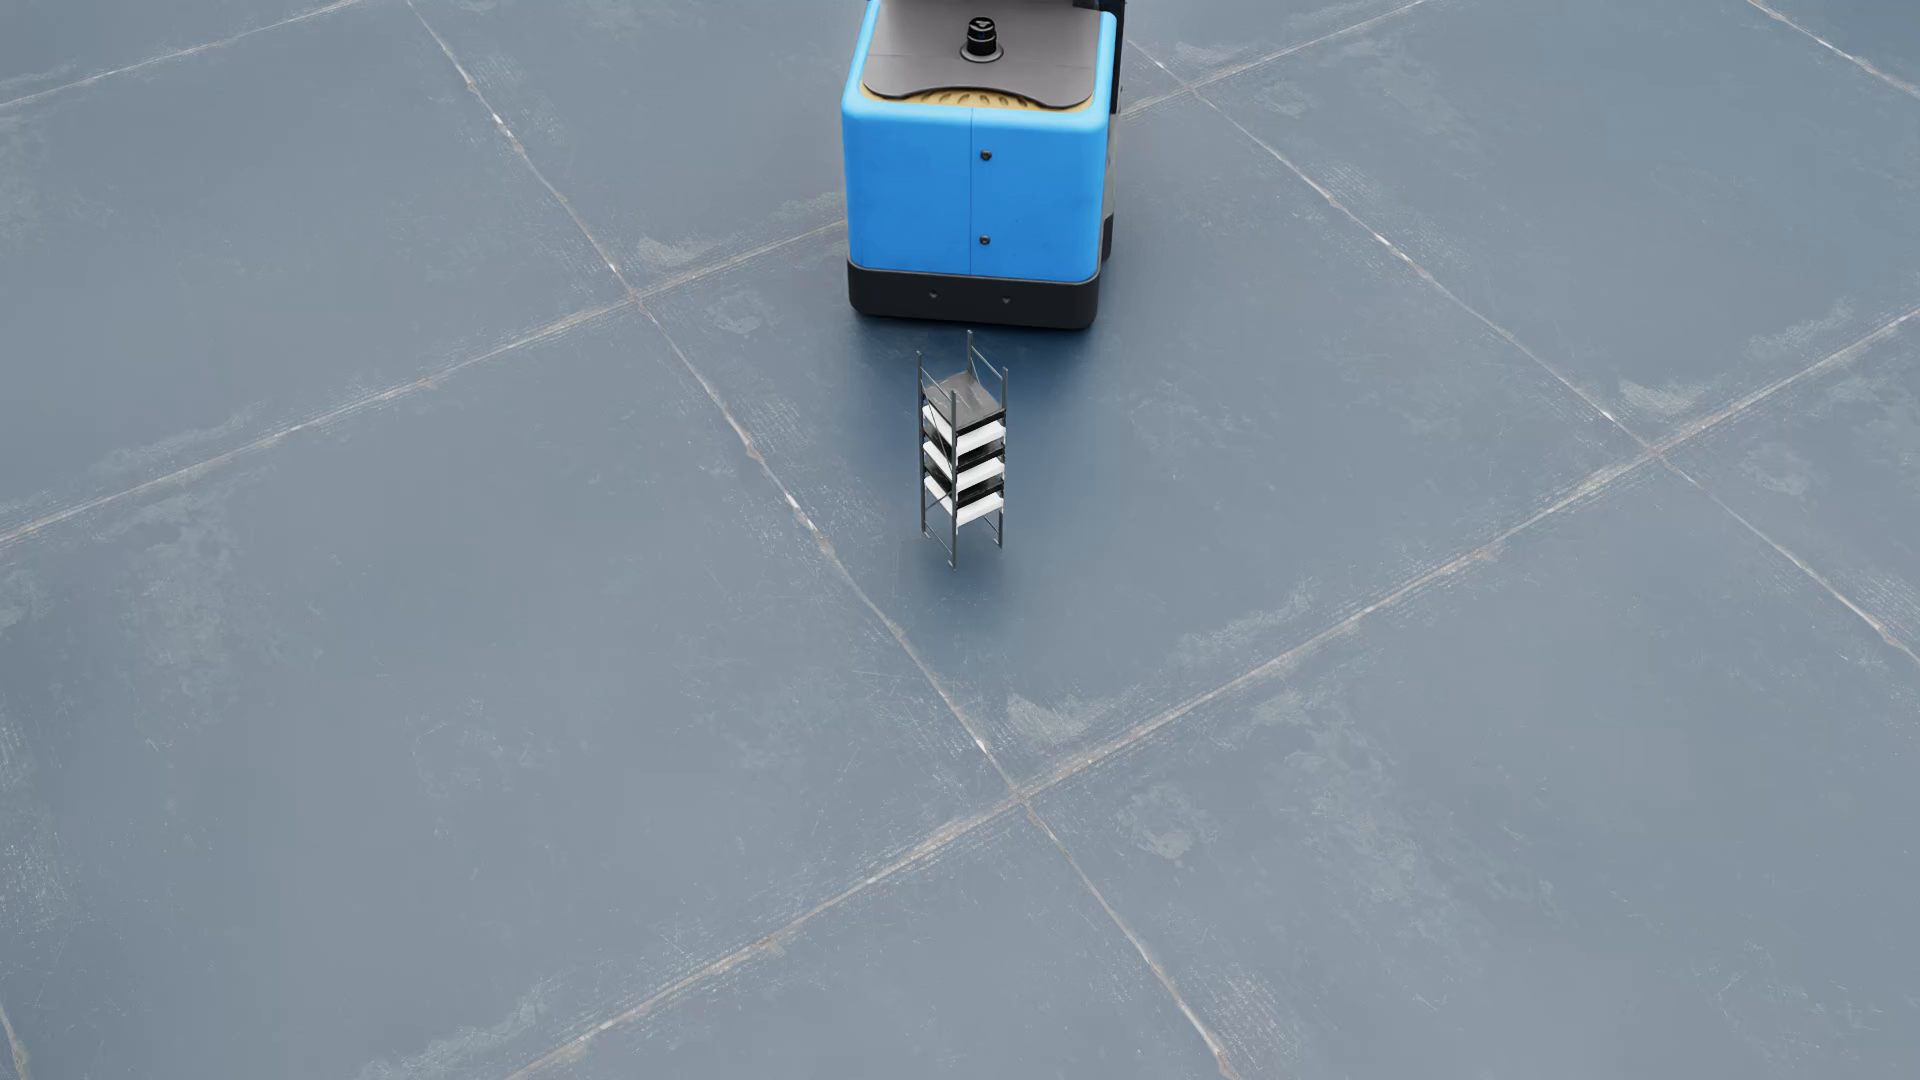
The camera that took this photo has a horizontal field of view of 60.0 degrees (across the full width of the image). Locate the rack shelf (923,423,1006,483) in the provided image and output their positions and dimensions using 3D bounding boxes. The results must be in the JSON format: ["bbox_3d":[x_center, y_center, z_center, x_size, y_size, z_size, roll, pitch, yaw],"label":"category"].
[{"bbox_3d":[0.007,-0.340,5.874,0.200,0.077,0.258,-25,53,-21],"label":"rack shelf"}]

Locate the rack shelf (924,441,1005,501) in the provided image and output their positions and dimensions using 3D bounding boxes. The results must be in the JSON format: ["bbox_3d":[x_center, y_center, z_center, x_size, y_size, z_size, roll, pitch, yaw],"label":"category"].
[{"bbox_3d":[0.007,-0.280,5.942,0.200,0.077,0.258,-25,53,-21],"label":"rack shelf"}]

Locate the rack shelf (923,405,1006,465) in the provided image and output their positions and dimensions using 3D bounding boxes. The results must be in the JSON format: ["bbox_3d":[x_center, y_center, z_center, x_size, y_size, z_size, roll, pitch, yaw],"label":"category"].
[{"bbox_3d":[0.007,-0.400,5.807,0.200,0.077,0.258,-25,53,-21],"label":"rack shelf"}]

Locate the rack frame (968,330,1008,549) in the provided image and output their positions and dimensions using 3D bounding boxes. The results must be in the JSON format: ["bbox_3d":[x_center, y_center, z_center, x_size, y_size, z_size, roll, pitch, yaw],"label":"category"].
[{"bbox_3d":[0.093,-0.343,5.953,0.006,0.900,0.240,-25,53,-21],"label":"rack frame"}]

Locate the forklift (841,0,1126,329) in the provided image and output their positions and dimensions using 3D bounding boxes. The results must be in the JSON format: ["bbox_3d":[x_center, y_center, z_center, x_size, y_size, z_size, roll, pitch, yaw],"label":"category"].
[{"bbox_3d":[0.204,-2.965,6.928,1.130,2.935,3.031,5,48,4],"label":"forklift"}]

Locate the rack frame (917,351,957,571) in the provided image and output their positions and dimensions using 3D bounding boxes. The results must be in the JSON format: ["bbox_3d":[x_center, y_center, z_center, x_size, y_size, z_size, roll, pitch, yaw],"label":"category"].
[{"bbox_3d":[-0.079,-0.262,5.881,0.006,0.900,0.240,-25,53,-21],"label":"rack frame"}]

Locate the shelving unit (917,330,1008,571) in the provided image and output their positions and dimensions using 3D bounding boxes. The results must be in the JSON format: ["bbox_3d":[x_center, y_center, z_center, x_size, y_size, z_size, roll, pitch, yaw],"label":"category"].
[{"bbox_3d":[0.007,-0.302,5.917,0.210,0.900,0.258,-25,53,-21],"label":"shelving unit"}]

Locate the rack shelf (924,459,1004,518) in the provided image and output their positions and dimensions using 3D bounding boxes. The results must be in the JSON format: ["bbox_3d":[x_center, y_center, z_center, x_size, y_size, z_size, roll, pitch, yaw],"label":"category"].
[{"bbox_3d":[0.007,-0.220,6.009,0.200,0.077,0.258,-25,53,-21],"label":"rack shelf"}]

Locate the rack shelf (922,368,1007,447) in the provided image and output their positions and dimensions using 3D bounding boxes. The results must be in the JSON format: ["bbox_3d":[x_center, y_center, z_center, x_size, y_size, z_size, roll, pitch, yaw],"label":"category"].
[{"bbox_3d":[0.007,-0.460,5.740,0.200,0.077,0.258,-25,53,-21],"label":"rack shelf"}]

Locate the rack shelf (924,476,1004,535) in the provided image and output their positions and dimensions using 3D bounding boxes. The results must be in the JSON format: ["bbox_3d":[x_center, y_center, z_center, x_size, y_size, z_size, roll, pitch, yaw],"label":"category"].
[{"bbox_3d":[0.007,-0.161,6.076,0.200,0.077,0.258,-25,53,-21],"label":"rack shelf"}]
